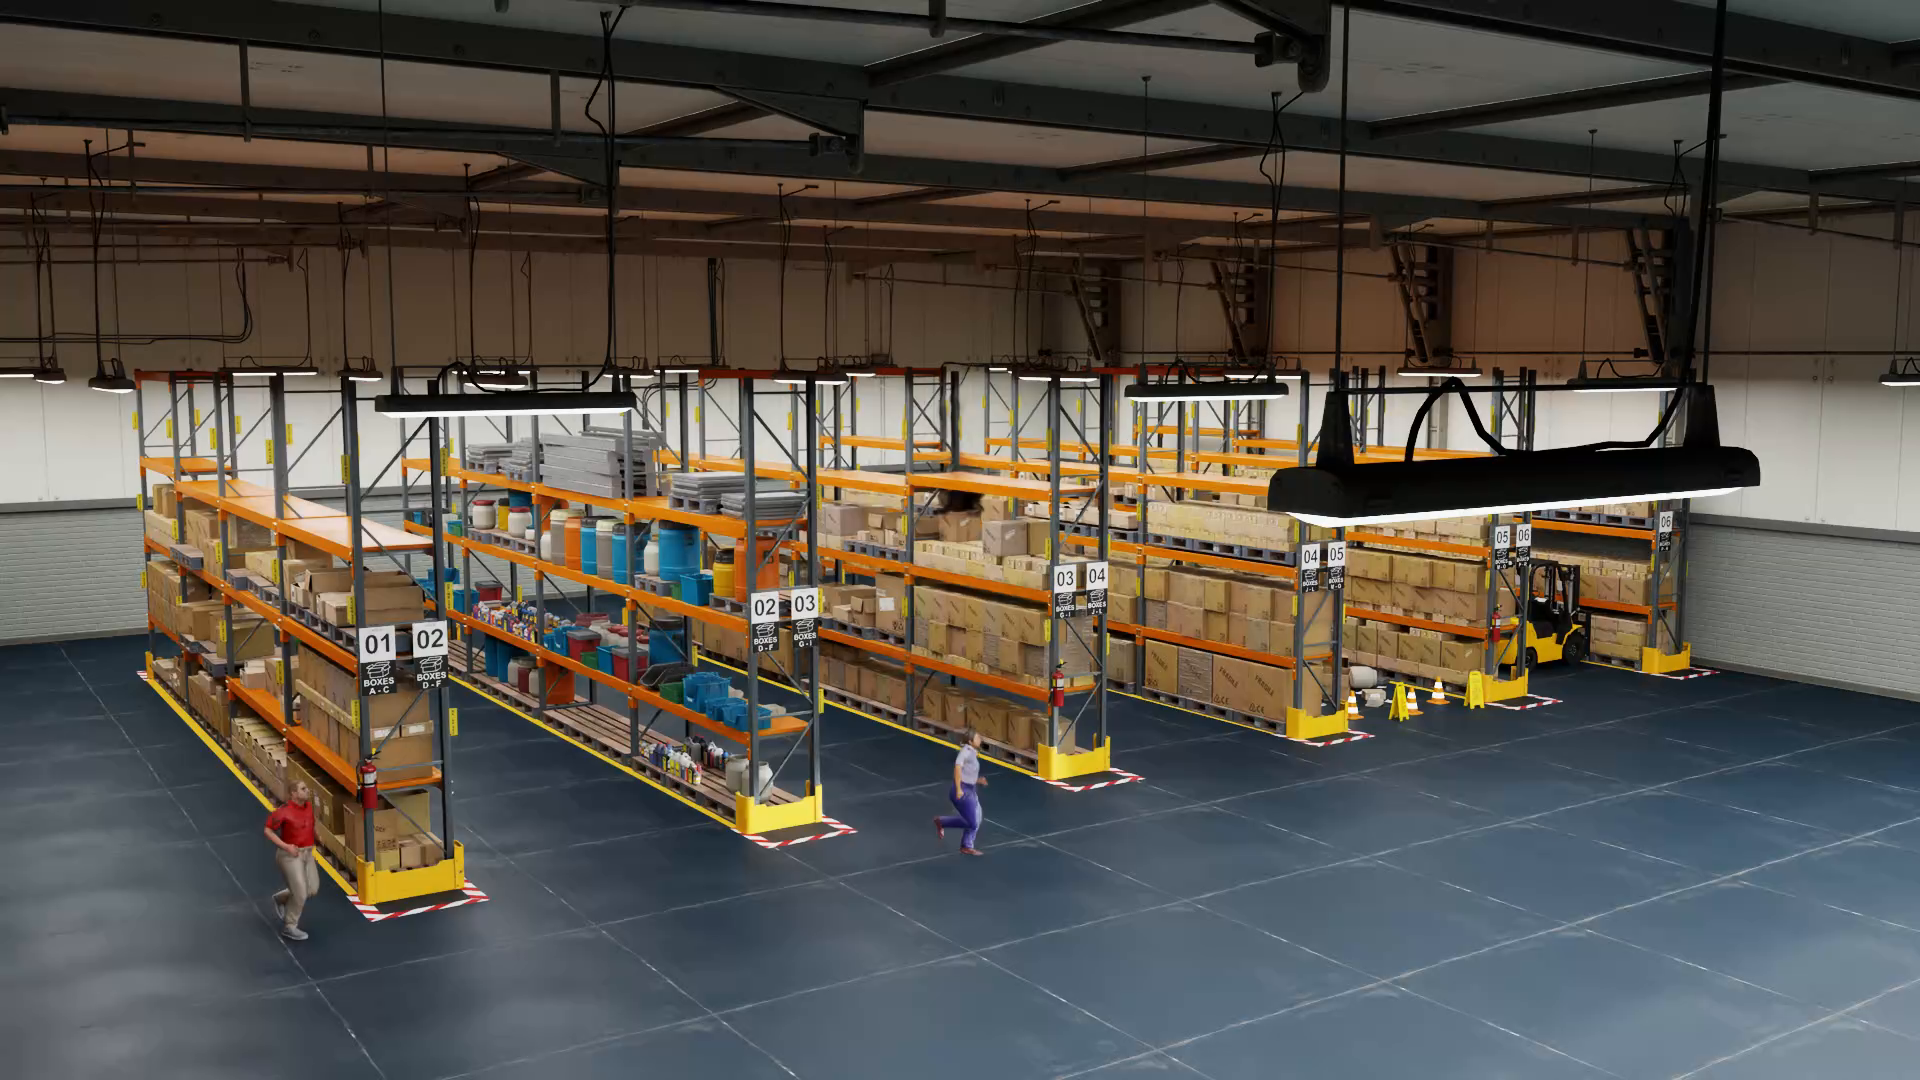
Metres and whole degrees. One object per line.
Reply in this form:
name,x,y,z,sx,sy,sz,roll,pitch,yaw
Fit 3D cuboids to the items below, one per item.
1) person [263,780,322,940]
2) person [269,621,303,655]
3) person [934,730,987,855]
person,-7.316,3.464,18.270,0.673,1.654,0.684,2,7,18
person,-13.386,1.761,32.971,0.661,1.720,0.643,-4,8,-32
person,0.012,3.197,21.013,0.665,1.611,0.638,0,6,3
